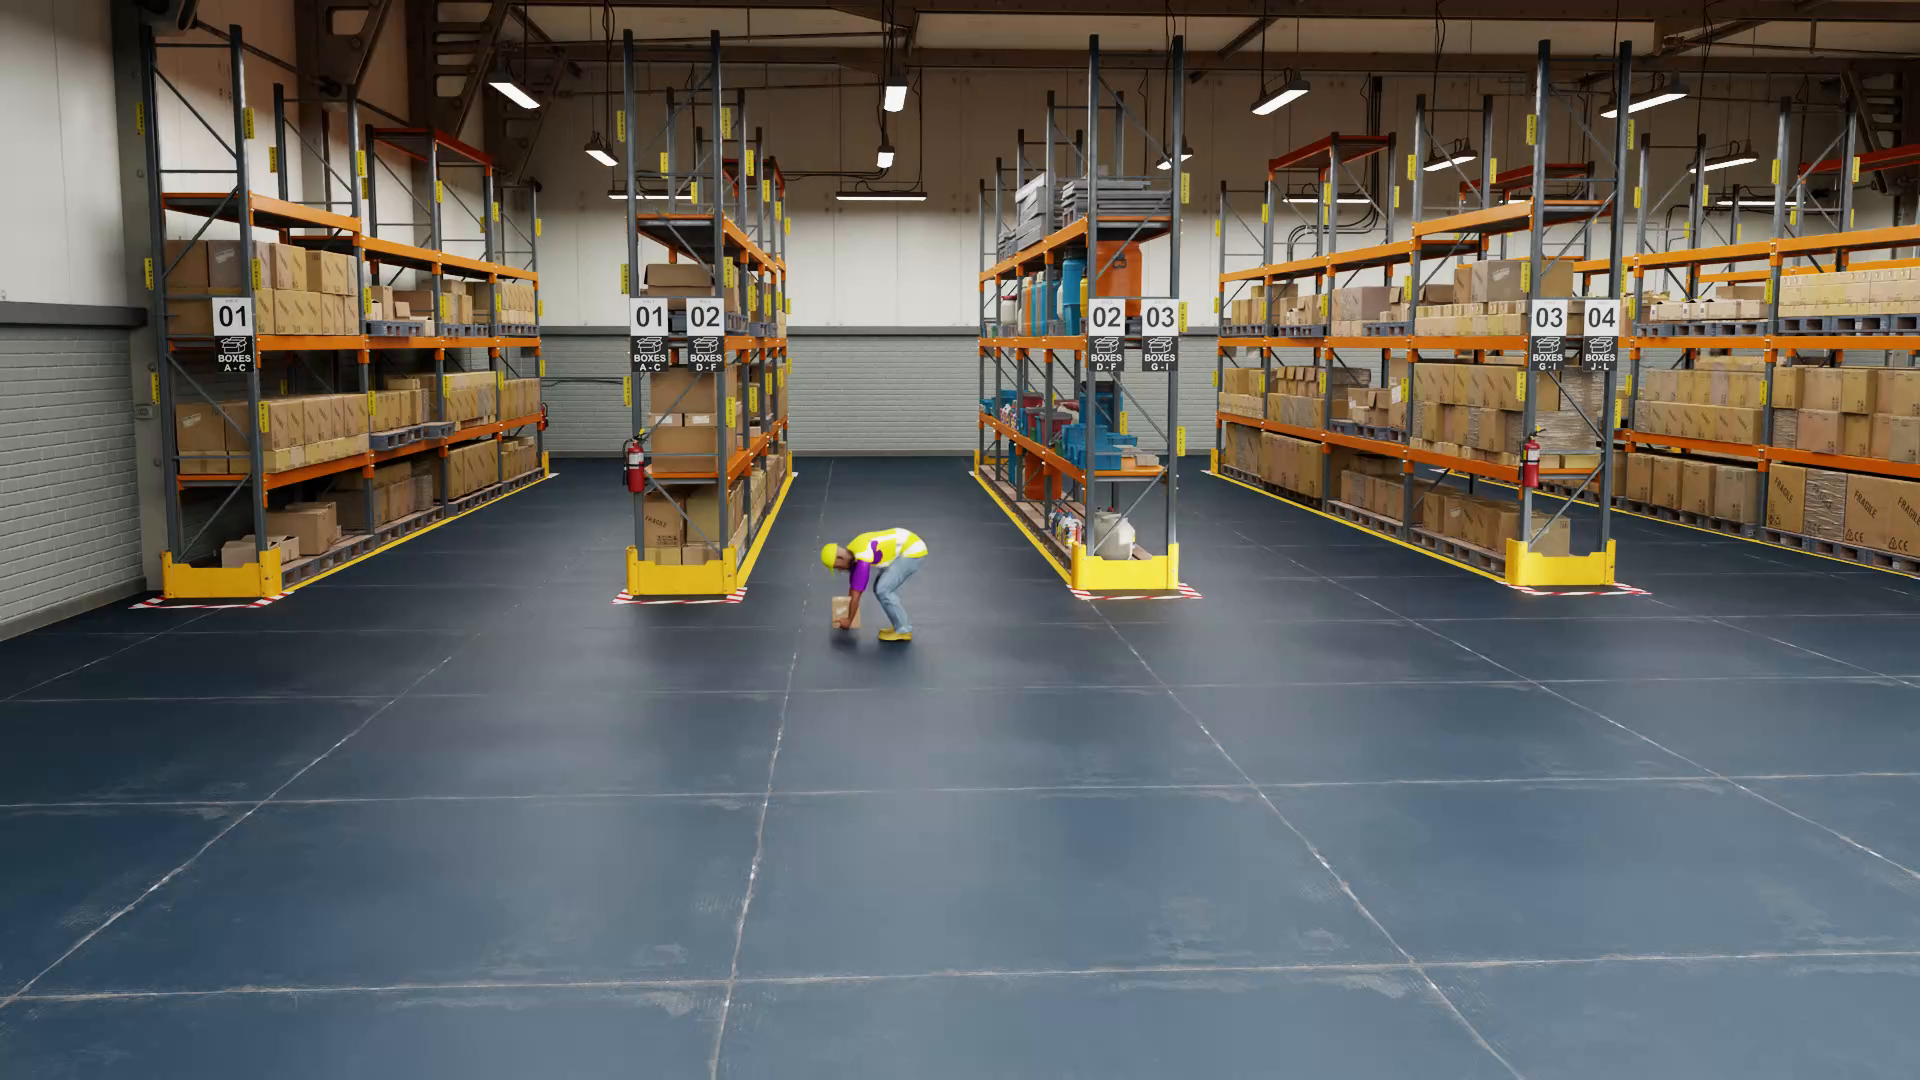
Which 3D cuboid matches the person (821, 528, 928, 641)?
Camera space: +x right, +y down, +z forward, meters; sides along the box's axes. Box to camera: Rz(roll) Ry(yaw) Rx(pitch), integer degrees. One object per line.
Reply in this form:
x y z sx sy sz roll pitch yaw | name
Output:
-0.790 0.407 15.363 0.977 1.018 0.492 -1 7 -6 | person
